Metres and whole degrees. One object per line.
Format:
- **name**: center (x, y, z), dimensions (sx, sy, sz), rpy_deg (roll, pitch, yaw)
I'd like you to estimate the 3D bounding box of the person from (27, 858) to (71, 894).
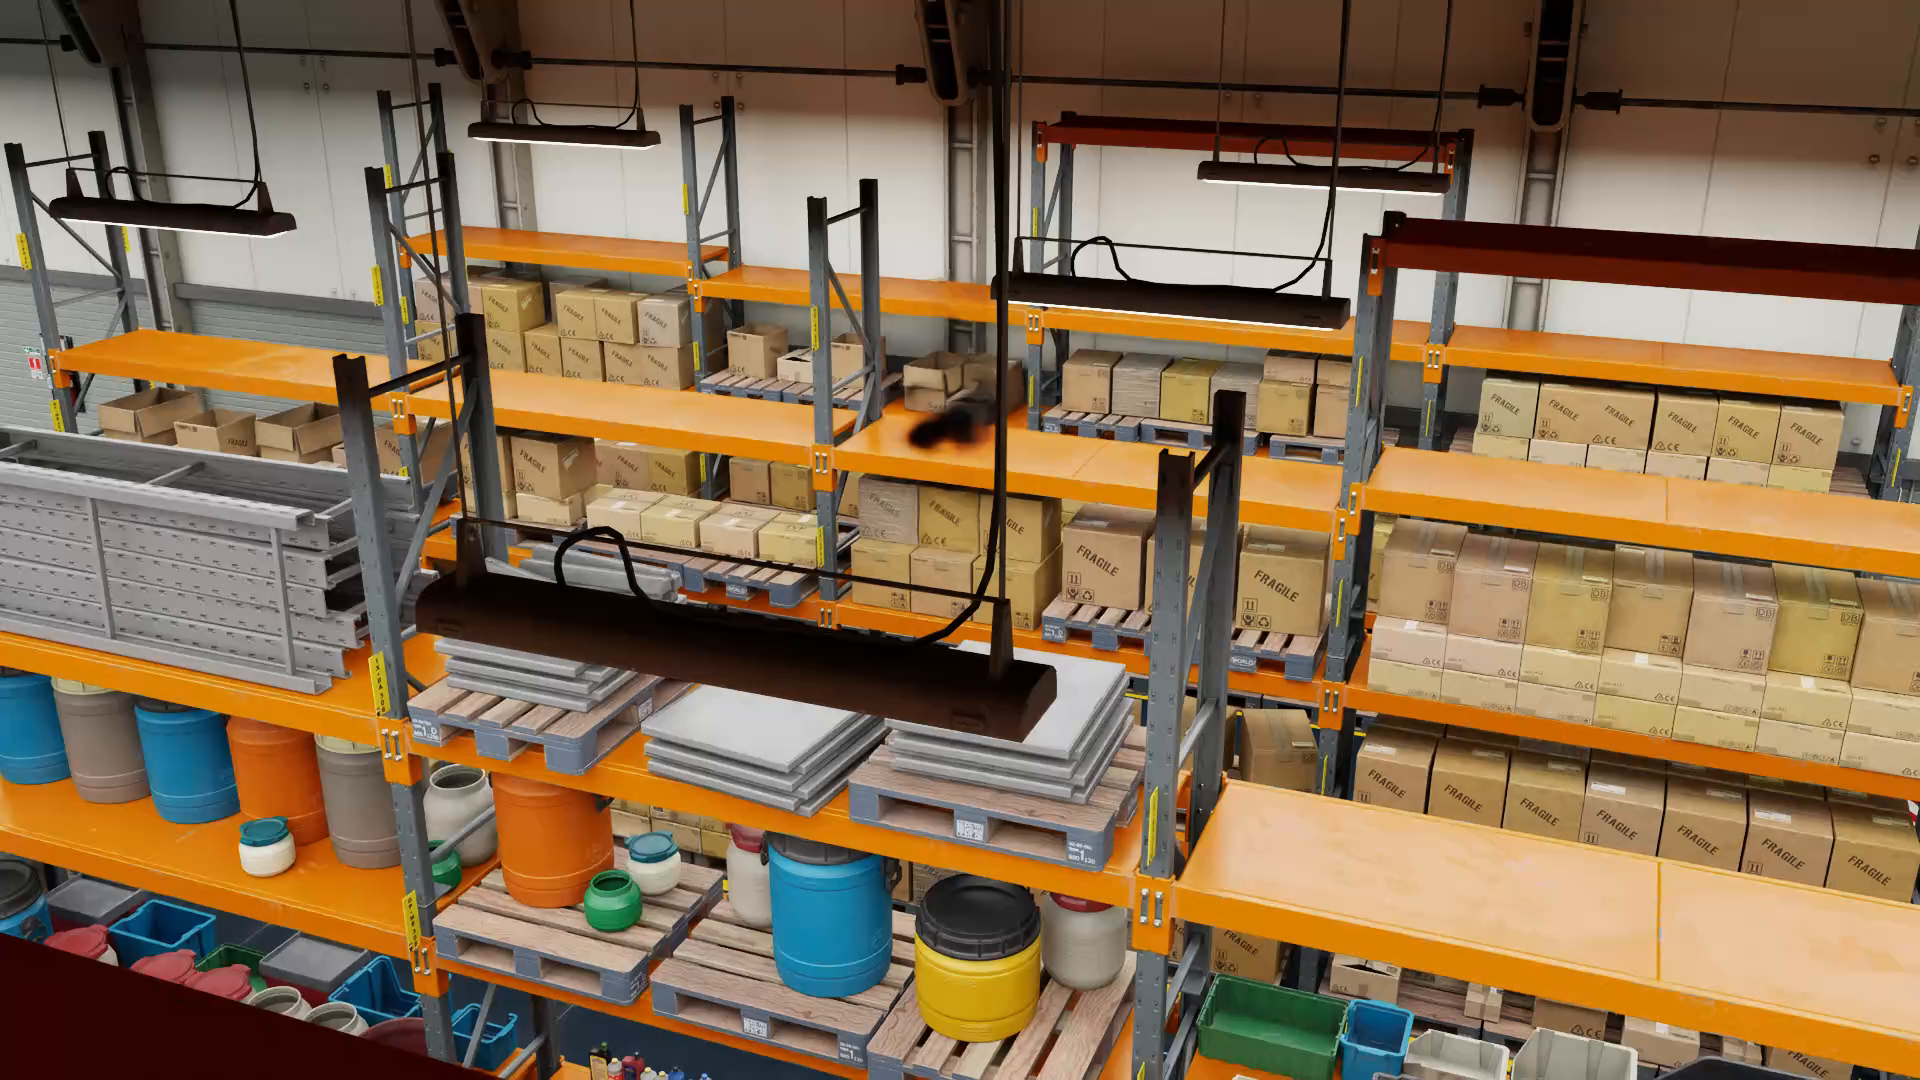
- **person**: center (-7.542, 2.394, 13.640), dimensions (0.899, 1.743, 0.665), rpy_deg (4, 21, 10)
